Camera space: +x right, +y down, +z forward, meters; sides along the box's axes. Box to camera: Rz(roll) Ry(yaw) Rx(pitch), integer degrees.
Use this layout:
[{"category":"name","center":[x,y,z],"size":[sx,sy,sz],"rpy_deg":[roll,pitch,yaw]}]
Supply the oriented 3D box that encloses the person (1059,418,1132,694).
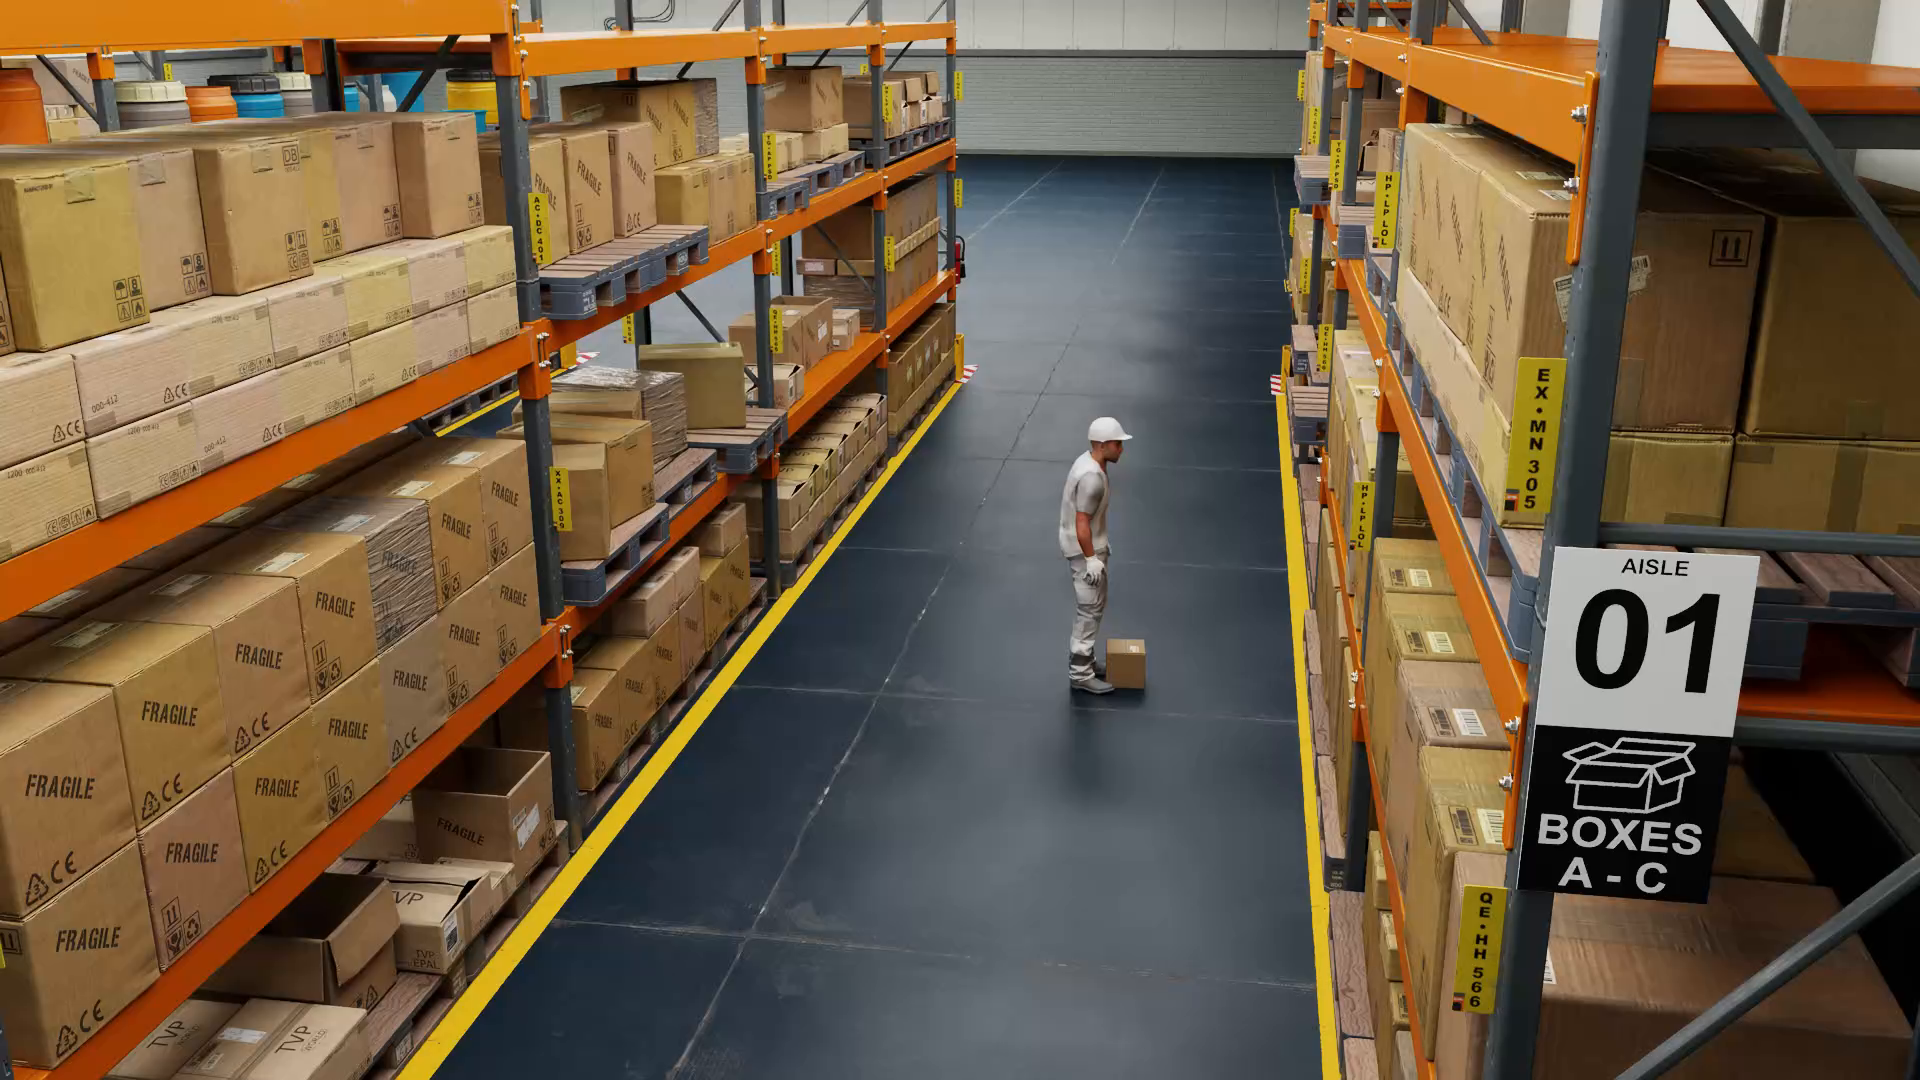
[{"category":"person","center":[0.866,0.078,10.781],"size":[0.449,1.780,0.607],"rpy_deg":[3,18,9]}]
